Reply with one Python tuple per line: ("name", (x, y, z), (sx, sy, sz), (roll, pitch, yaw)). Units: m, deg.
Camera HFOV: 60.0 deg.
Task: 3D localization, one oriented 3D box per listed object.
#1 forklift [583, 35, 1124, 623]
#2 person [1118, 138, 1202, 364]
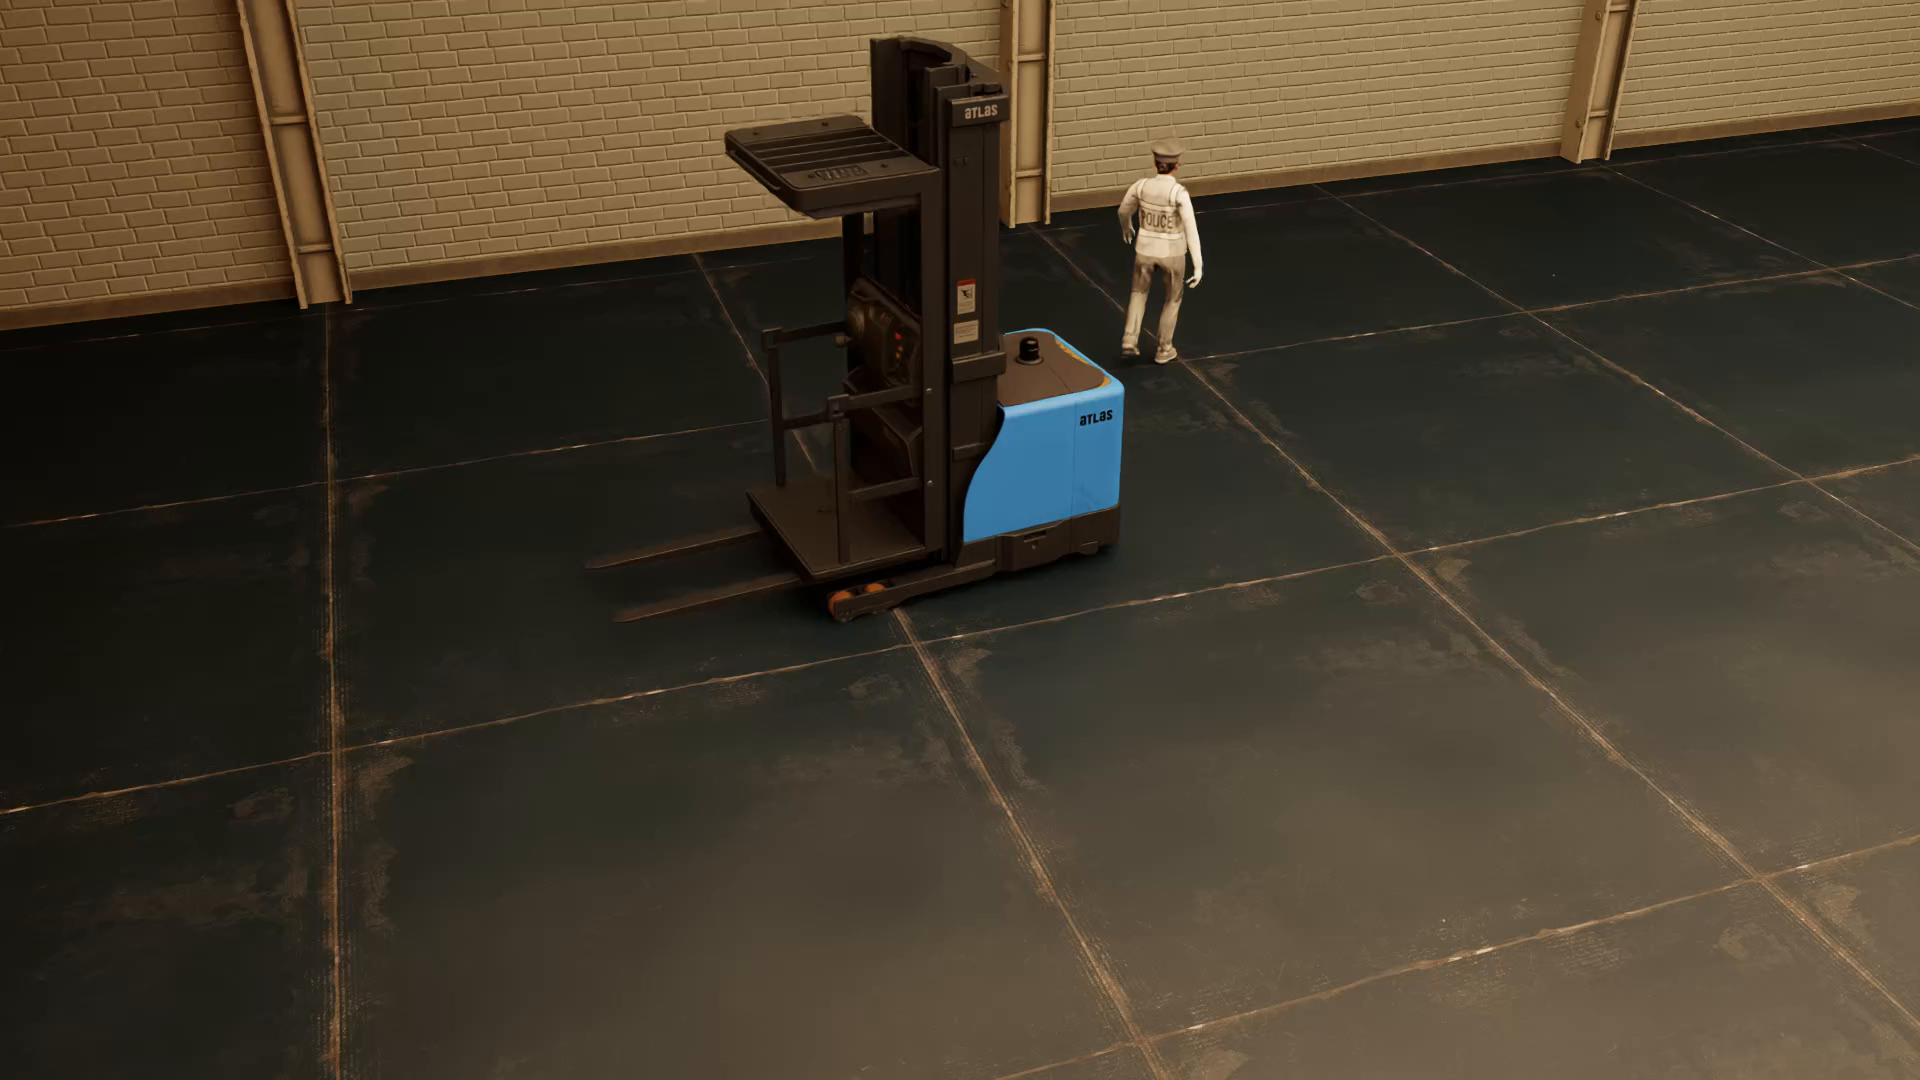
("forklift", (-0.609, -1.117, 9.029), (3.031, 2.935, 1.130), (-13, 33, -22))
("person", (1.423, -2.026, 11.902), (0.721, 1.651, 0.562), (13, 32, 22))
